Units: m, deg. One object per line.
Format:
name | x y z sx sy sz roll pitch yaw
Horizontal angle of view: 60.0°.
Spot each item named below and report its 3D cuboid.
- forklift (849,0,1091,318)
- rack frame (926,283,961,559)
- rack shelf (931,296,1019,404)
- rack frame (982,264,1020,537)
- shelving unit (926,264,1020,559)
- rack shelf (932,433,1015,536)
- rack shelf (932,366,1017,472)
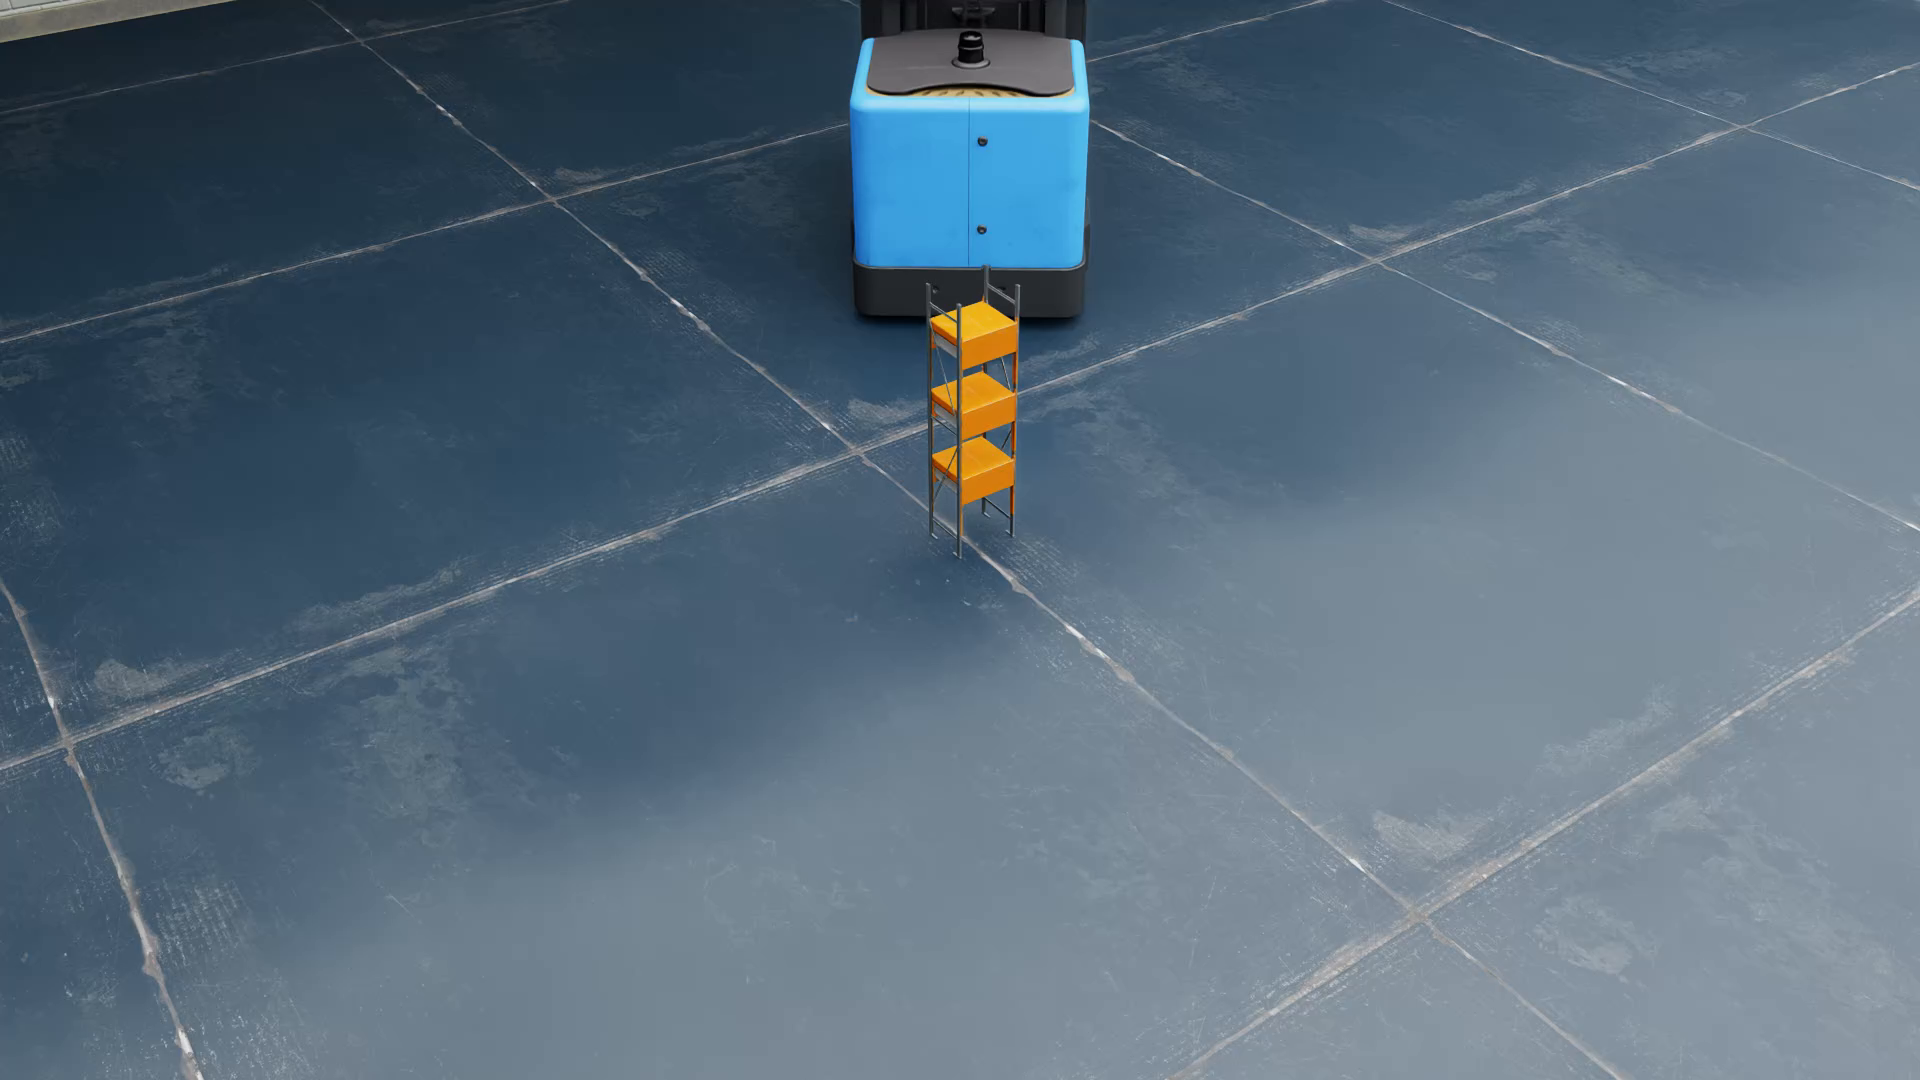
forklift | 0.073 -3.027 7.949 1.130 2.935 3.031 1 36 1
rack frame | -0.056 -0.403 5.911 0.008 1.050 0.200 -22 41 -28
rack shelf | 0.044 -0.666 5.809 0.240 0.259 0.215 -22 41 -28
rack frame | 0.143 -0.485 6.026 0.008 1.050 0.200 -22 41 -28
shelving unit | 0.044 -0.444 5.968 0.252 1.050 0.215 -22 41 -28
rack shelf | 0.044 -0.210 6.137 0.240 0.259 0.215 -22 41 -28
rack shelf | 0.044 -0.436 5.975 0.240 0.259 0.215 -22 41 -28
